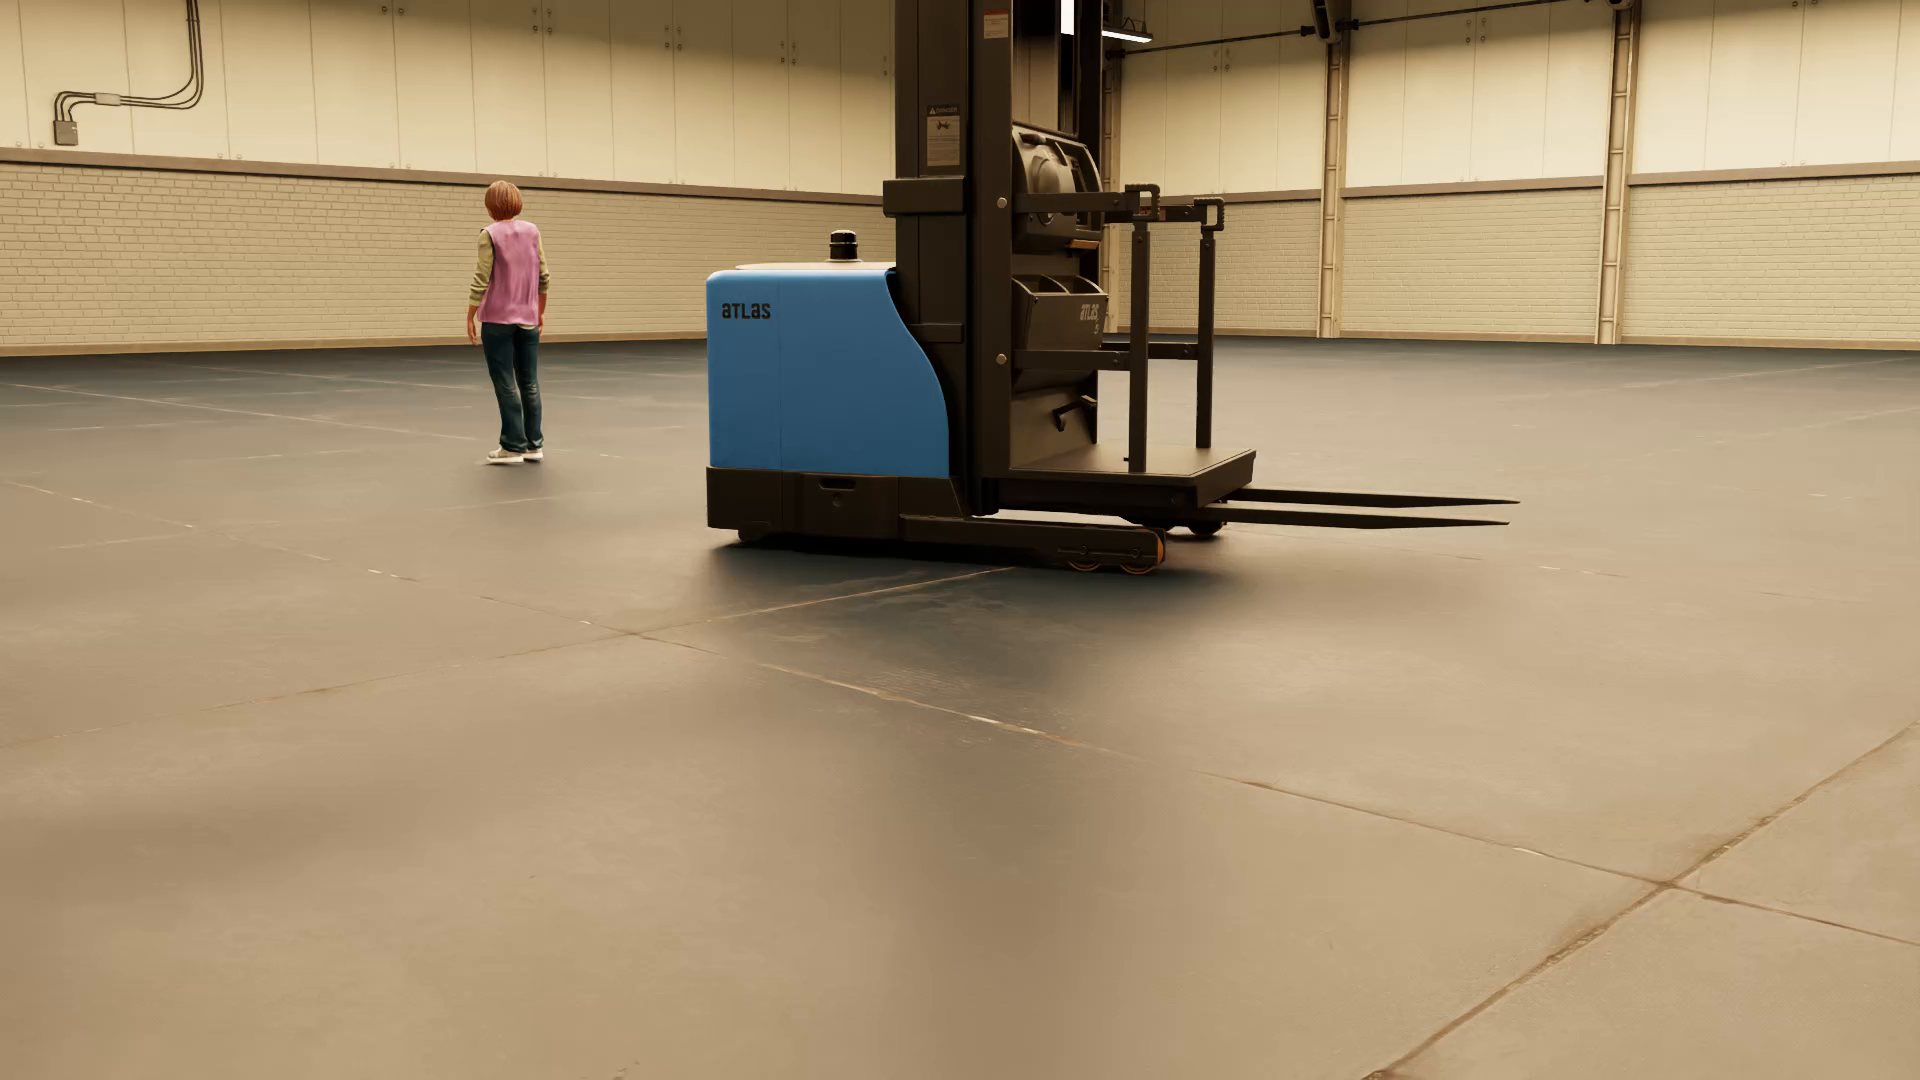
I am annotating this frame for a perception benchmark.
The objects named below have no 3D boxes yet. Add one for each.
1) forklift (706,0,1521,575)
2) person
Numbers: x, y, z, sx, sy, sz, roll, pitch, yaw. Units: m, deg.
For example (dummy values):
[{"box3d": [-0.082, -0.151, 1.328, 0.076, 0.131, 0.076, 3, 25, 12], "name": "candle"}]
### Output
[{"box3d": [0.565, -1.416, 6.275, 3.031, 2.935, 1.130, 3, 9, 22], "name": "forklift"}, {"box3d": [-2.611, -1.237, 9.525, 0.475, 1.597, 0.520, 8, 12, 44], "name": "person"}]
